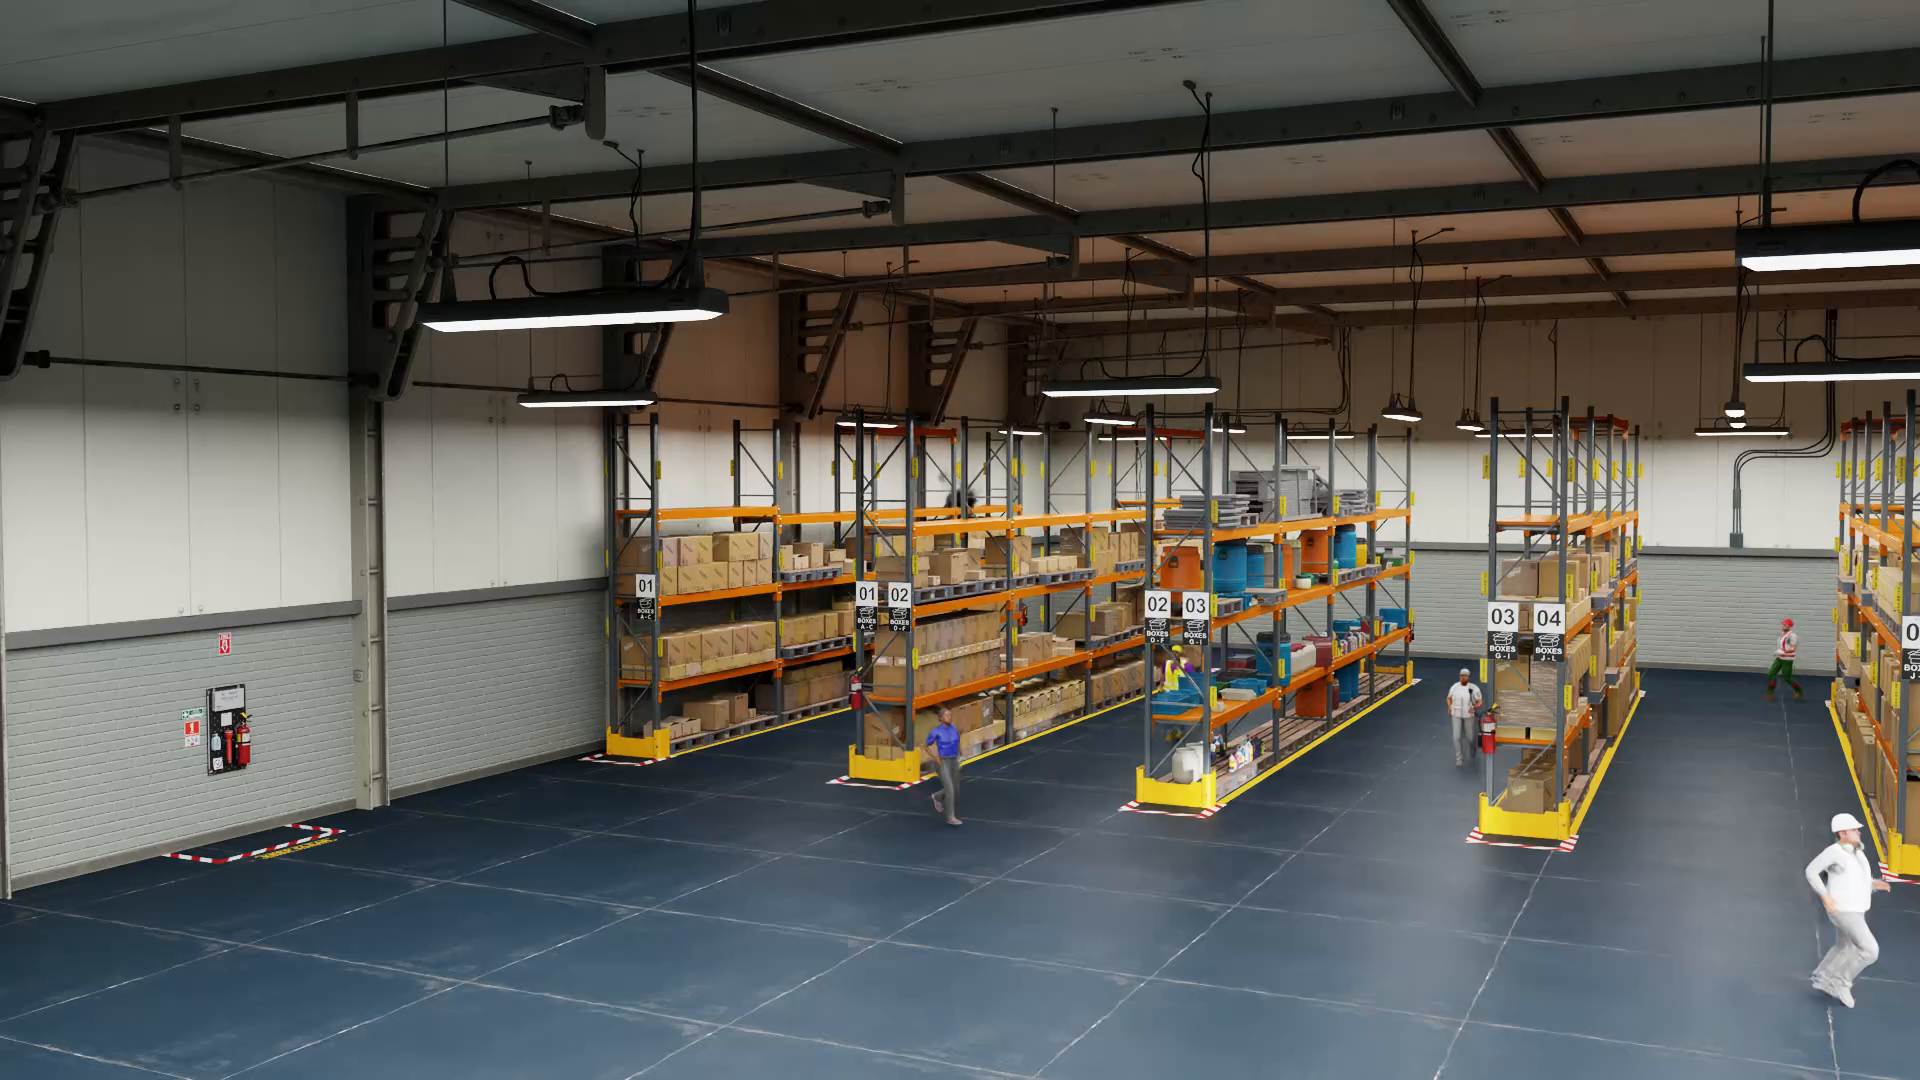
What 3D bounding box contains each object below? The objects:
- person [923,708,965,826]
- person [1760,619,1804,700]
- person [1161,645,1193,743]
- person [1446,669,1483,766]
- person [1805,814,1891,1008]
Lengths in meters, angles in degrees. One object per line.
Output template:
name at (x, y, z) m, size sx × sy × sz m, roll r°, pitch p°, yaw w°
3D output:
person at (-0.218, 3.197, 23.612) m, size 0.586 × 1.616 × 0.769 m, roll -2°, pitch 3°, yaw -38°
person at (17.888, 2.604, 36.125) m, size 0.870 × 1.794 × 0.685 m, roll 0°, pitch 2°, yaw 2°
person at (3.958, 2.839, 30.635) m, size 0.674 × 1.809 × 0.696 m, roll 1°, pitch 3°, yaw 23°
person at (8.563, 3.001, 28.278) m, size 0.613 × 1.621 × 0.646 m, roll 1°, pitch 3°, yaw 25°
person at (8.328, 3.462, 15.574) m, size 0.630 × 1.781 × 0.703 m, roll -2°, pitch 3°, yaw -41°
